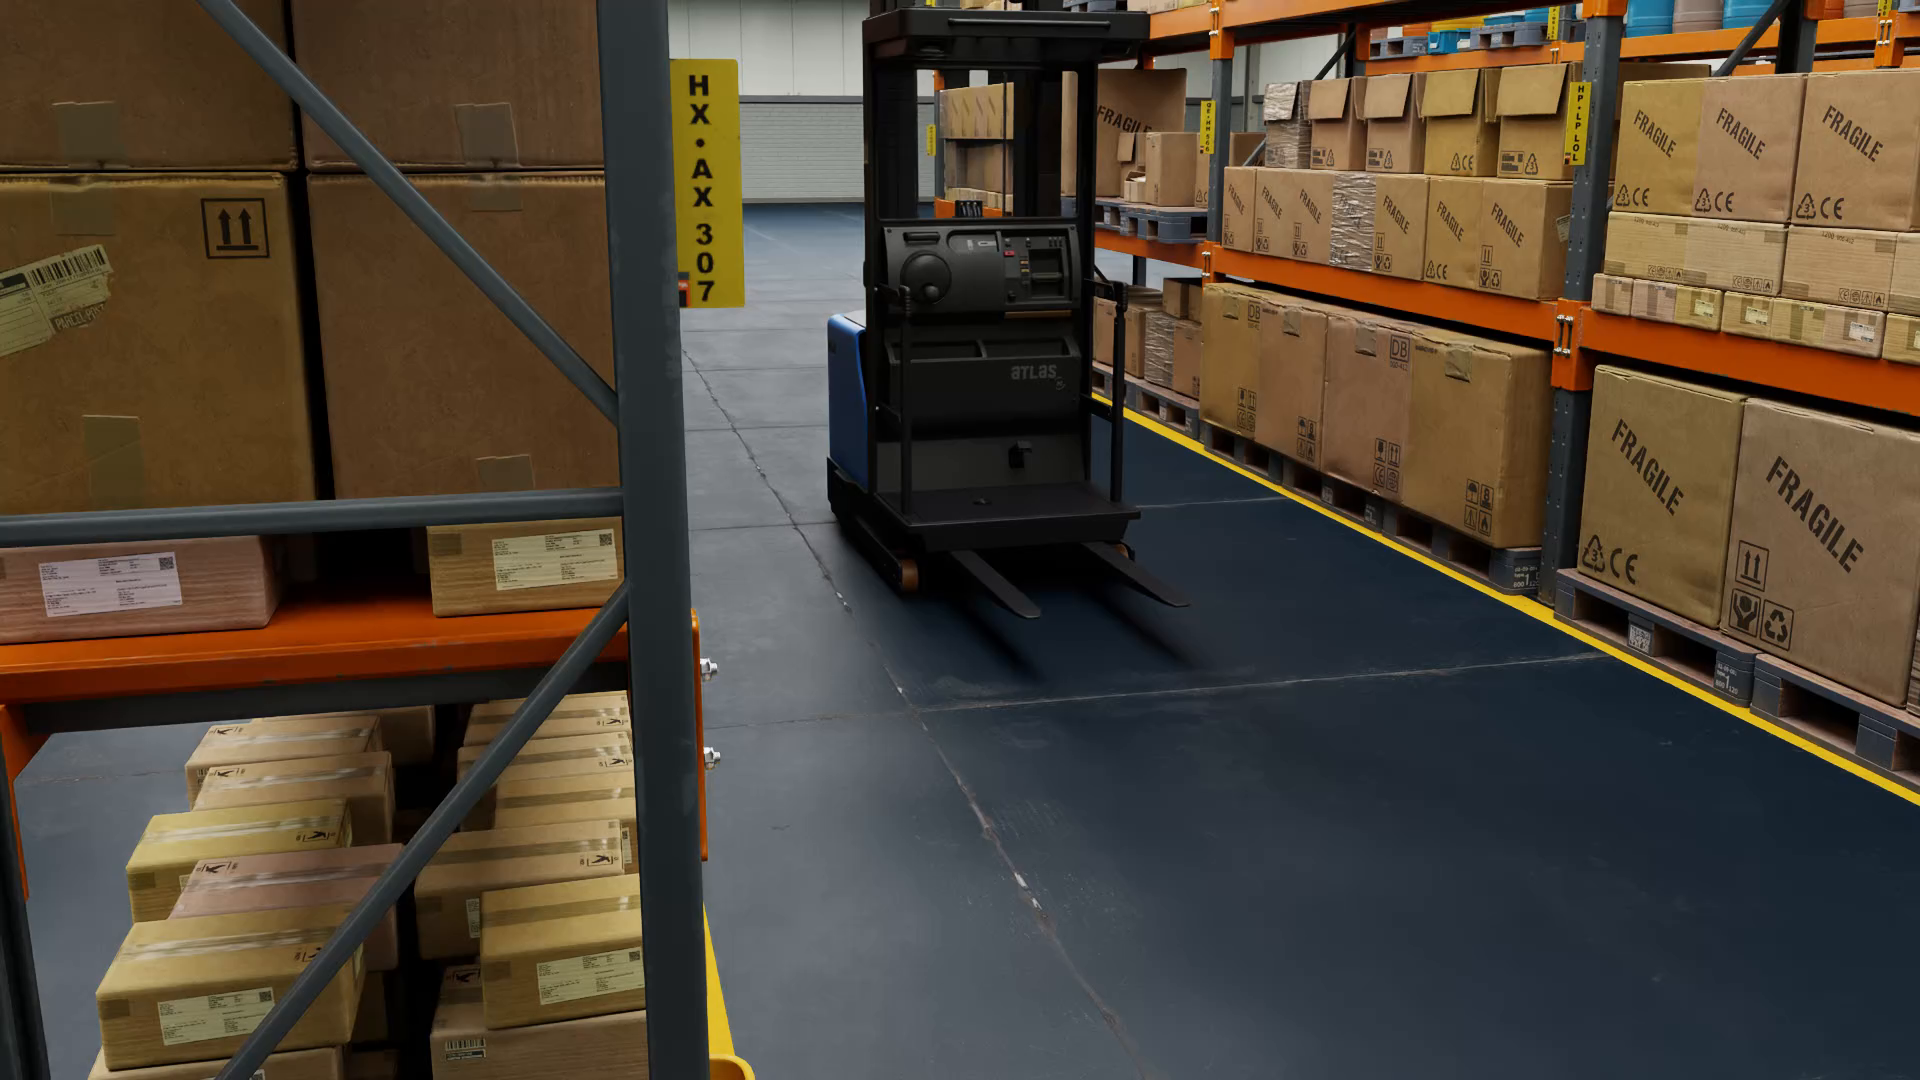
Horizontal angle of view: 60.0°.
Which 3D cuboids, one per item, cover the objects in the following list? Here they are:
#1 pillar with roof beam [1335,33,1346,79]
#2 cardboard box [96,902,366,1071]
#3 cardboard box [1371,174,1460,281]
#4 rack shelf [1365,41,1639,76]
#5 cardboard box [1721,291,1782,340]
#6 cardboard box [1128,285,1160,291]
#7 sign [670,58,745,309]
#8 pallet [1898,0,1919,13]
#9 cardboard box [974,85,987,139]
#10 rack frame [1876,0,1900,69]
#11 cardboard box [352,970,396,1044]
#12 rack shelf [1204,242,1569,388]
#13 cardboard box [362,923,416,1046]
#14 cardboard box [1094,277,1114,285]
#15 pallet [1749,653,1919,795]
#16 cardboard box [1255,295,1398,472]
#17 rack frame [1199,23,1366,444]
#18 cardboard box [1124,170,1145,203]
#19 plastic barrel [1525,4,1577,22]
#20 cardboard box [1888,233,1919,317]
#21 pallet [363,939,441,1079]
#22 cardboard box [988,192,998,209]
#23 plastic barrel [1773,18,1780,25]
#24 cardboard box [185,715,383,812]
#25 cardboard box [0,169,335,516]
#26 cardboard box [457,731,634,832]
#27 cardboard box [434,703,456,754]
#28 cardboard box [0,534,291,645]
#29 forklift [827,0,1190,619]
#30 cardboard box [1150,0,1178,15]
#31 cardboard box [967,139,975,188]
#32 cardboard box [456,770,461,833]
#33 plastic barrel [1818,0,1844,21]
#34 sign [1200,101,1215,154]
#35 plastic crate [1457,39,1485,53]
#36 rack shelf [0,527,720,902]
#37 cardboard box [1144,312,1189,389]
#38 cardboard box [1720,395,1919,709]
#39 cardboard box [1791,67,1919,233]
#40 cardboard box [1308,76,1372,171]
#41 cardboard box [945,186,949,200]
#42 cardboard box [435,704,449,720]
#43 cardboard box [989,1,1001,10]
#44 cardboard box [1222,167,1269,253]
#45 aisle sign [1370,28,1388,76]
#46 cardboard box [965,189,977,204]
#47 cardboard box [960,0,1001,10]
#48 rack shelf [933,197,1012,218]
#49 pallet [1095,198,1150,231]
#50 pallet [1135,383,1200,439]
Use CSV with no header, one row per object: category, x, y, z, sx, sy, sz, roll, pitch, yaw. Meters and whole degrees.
pillar with roof beam,5.846,-12.893,42.240,9.100,9.000,0.400,-3,14,-13
cardboard box,-1.240,0.761,2.861,0.380,0.149,0.250,-3,14,-13
cardboard box,2.422,-1.575,8.342,0.500,0.500,0.500,-3,14,-14
rack shelf,5.502,-4.890,17.316,1.077,0.370,4.000,-3,14,-13
cardboard box,2.970,-0.808,5.944,0.380,0.149,0.250,-4,14,-15
cardboard box,1.280,-1.901,14.228,0.700,0.500,0.500,-4,14,-18
sign,-0.342,-0.474,2.222,0.100,0.325,0.005,-3,14,-13
pallet,6.995,-3.581,10.843,1.003,0.211,1.213,-3,14,-13
cardboard box,0.435,-4.158,16.181,0.500,0.500,0.500,-3,14,-13
rack frame,6.911,-2.398,11.921,1.000,3.000,0.127,-3,14,-13
cardboard box,-1.280,0.844,3.146,0.380,0.149,0.250,-4,14,-14
rack shelf,2.566,-1.311,8.988,1.077,0.370,4.000,-3,14,-13
cardboard box,-1.333,0.929,3.427,0.380,0.149,0.250,-3,14,-13
cardboard box,1.102,-2.129,15.202,0.500,0.500,0.500,-4,14,-15
pallet,3.428,0.618,5.455,1.003,0.211,1.213,-3,14,-13
cardboard box,2.440,-0.927,9.493,1.225,0.875,0.875,-3,14,-13
rack frame,2.096,-2.122,10.791,1.000,3.000,0.127,-3,14,-13
cardboard box,1.442,-2.630,12.270,0.396,0.266,0.258,-4,14,-15
plastic barrel,5.842,-5.461,16.197,0.600,0.901,0.708,-3,14,-13
cardboard box,3.239,-0.799,5.067,0.500,0.250,0.500,-3,14,-13
pallet,-1.044,1.125,3.379,1.003,0.211,1.213,-3,14,-13
cardboard box,0.483,-3.302,16.153,0.380,0.149,0.250,-3,14,-13
plastic barrel,6.385,-4.068,12.729,0.301,0.262,0.301,0,14,0
cardboard box,-1.544,0.525,3.826,0.380,0.149,0.250,-3,14,-11
cardboard box,-1.225,-0.305,2.519,0.500,0.500,0.500,-3,14,-12
cardboard box,-0.918,0.554,3.706,0.380,0.149,0.250,-4,14,-16
cardboard box,-1.659,0.569,4.901,0.380,0.149,0.250,-4,14,-16
cardboard box,-1.221,0.040,2.474,0.380,0.149,0.250,-3,14,-13
forklift,0.167,-1.281,7.493,1.130,2.935,3.031,-4,14,-15
cardboard box,1.617,-3.716,11.311,0.500,0.250,0.500,-3,14,-13
cardboard box,0.554,-3.923,17.327,0.875,0.500,0.500,-3,14,-13
cardboard box,-1.006,0.639,3.985,0.380,0.149,0.250,-4,14,-16
plastic barrel,6.775,-4.416,12.956,0.600,0.830,0.708,-3,14,-13
sign,1.571,-2.613,10.530,0.100,0.325,0.005,-3,14,-13
plastic crate,5.201,-4.997,16.797,0.243,0.136,0.396,-3,14,-13
rack shelf,-1.339,-0.135,4.175,1.077,0.370,4.000,-3,14,-13
cardboard box,1.777,-1.402,12.184,0.700,0.500,0.500,-5,14,-18
cardboard box,3.324,-0.006,5.725,0.875,0.875,0.875,-3,14,-13
cardboard box,3.135,-1.276,5.440,0.500,0.500,0.500,-4,14,-15
cardboard box,2.403,-2.337,9.350,0.797,0.503,0.637,-3,14,-12
cardboard box,0.053,-3.766,18.051,0.380,0.149,0.250,-3,14,-13
cardboard box,-1.694,0.427,4.855,0.380,0.149,0.250,-3,14,-11
cardboard box,0.485,-4.985,15.667,0.380,0.149,0.250,-3,14,-11
cardboard box,1.946,-2.043,10.258,0.500,0.500,0.500,-3,14,-12
aisle sign,4.730,-5.506,19.168,0.394,0.787,0.004,-3,14,-13
cardboard box,0.268,-3.534,17.102,0.380,0.149,0.250,-3,14,-13
cardboard box,0.304,-5.503,16.419,0.500,0.500,0.500,-3,14,-13
rack shelf,0.687,-3.156,16.542,1.077,0.370,4.000,-3,14,-13
pallet,1.592,-2.483,12.674,1.003,0.211,1.213,-3,14,-13
pallet,1.914,-0.947,11.860,1.003,0.211,1.213,-3,14,-13
